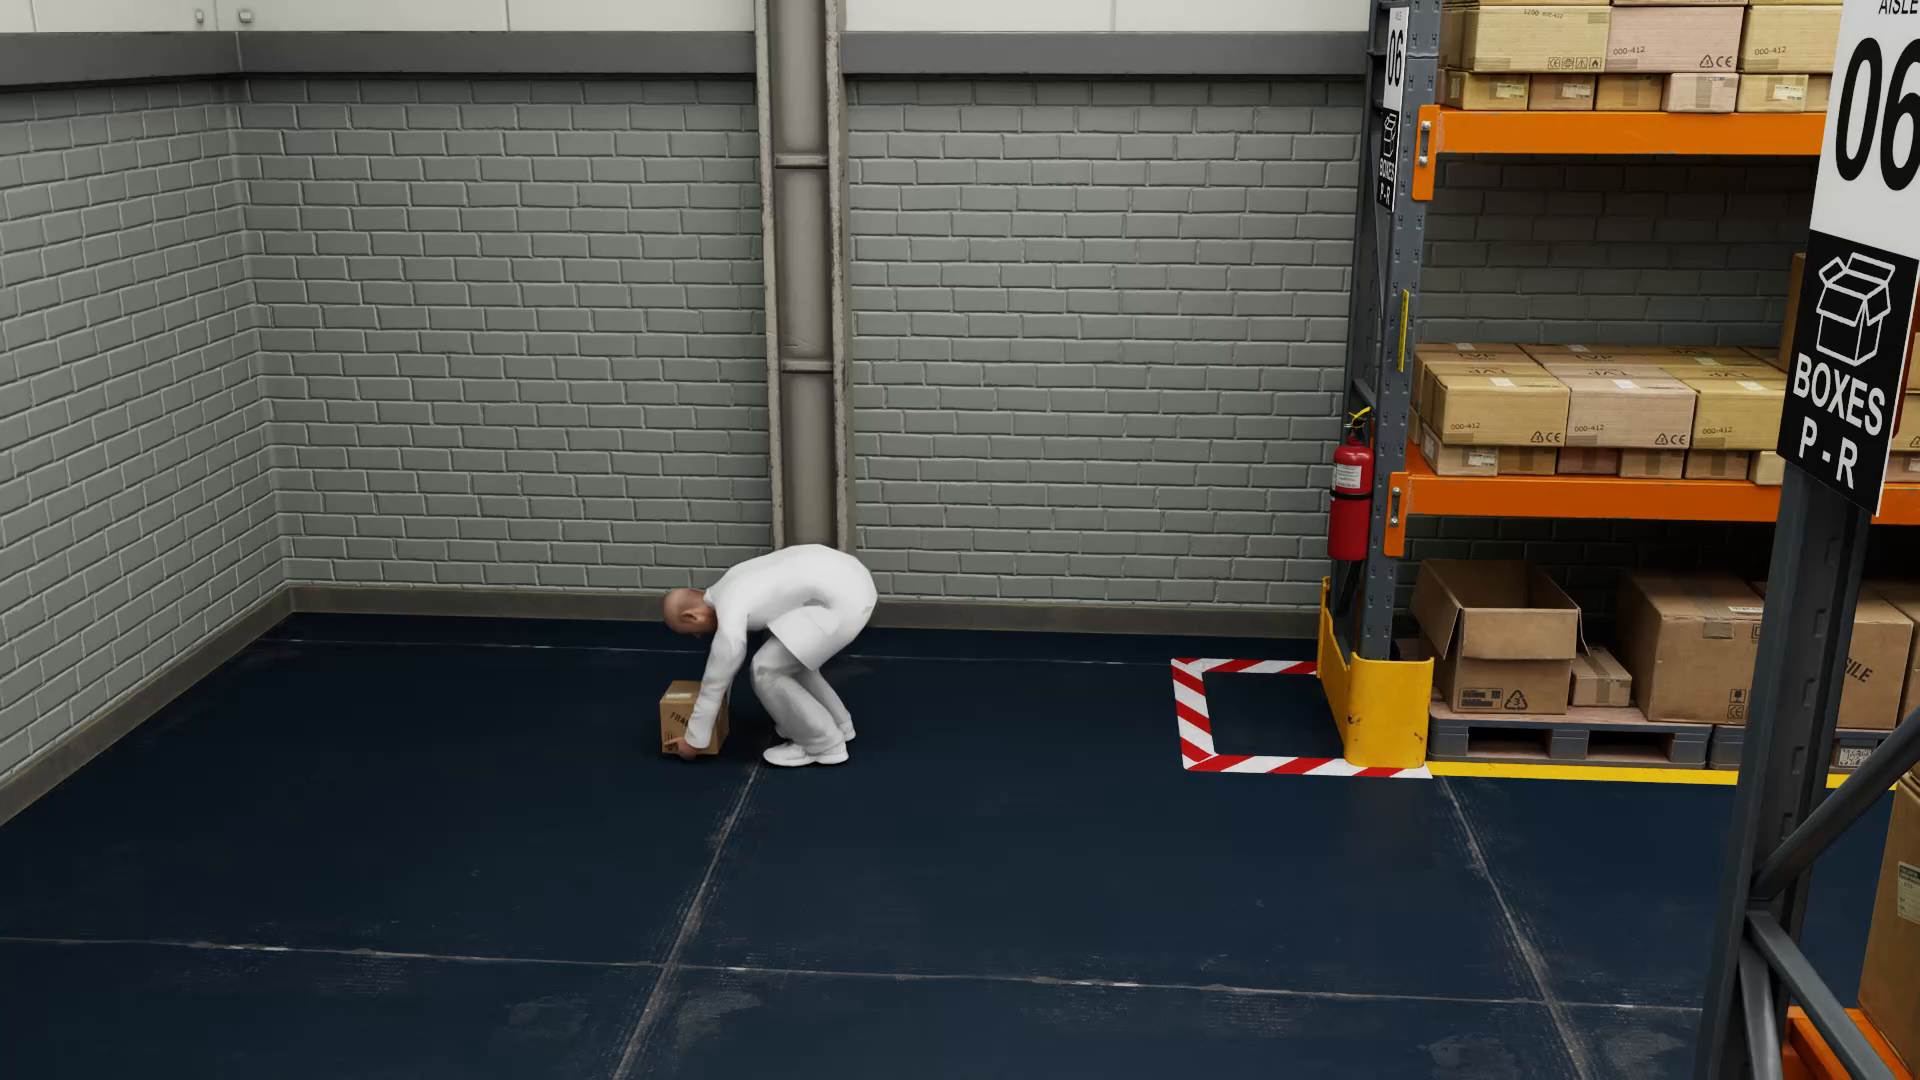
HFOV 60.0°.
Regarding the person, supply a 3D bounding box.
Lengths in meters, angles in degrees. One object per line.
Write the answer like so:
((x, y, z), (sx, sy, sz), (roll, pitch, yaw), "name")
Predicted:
((-0.732, 0.101, 7.241), (0.548, 1.777, 0.537), (1, 17, 4), "person")
